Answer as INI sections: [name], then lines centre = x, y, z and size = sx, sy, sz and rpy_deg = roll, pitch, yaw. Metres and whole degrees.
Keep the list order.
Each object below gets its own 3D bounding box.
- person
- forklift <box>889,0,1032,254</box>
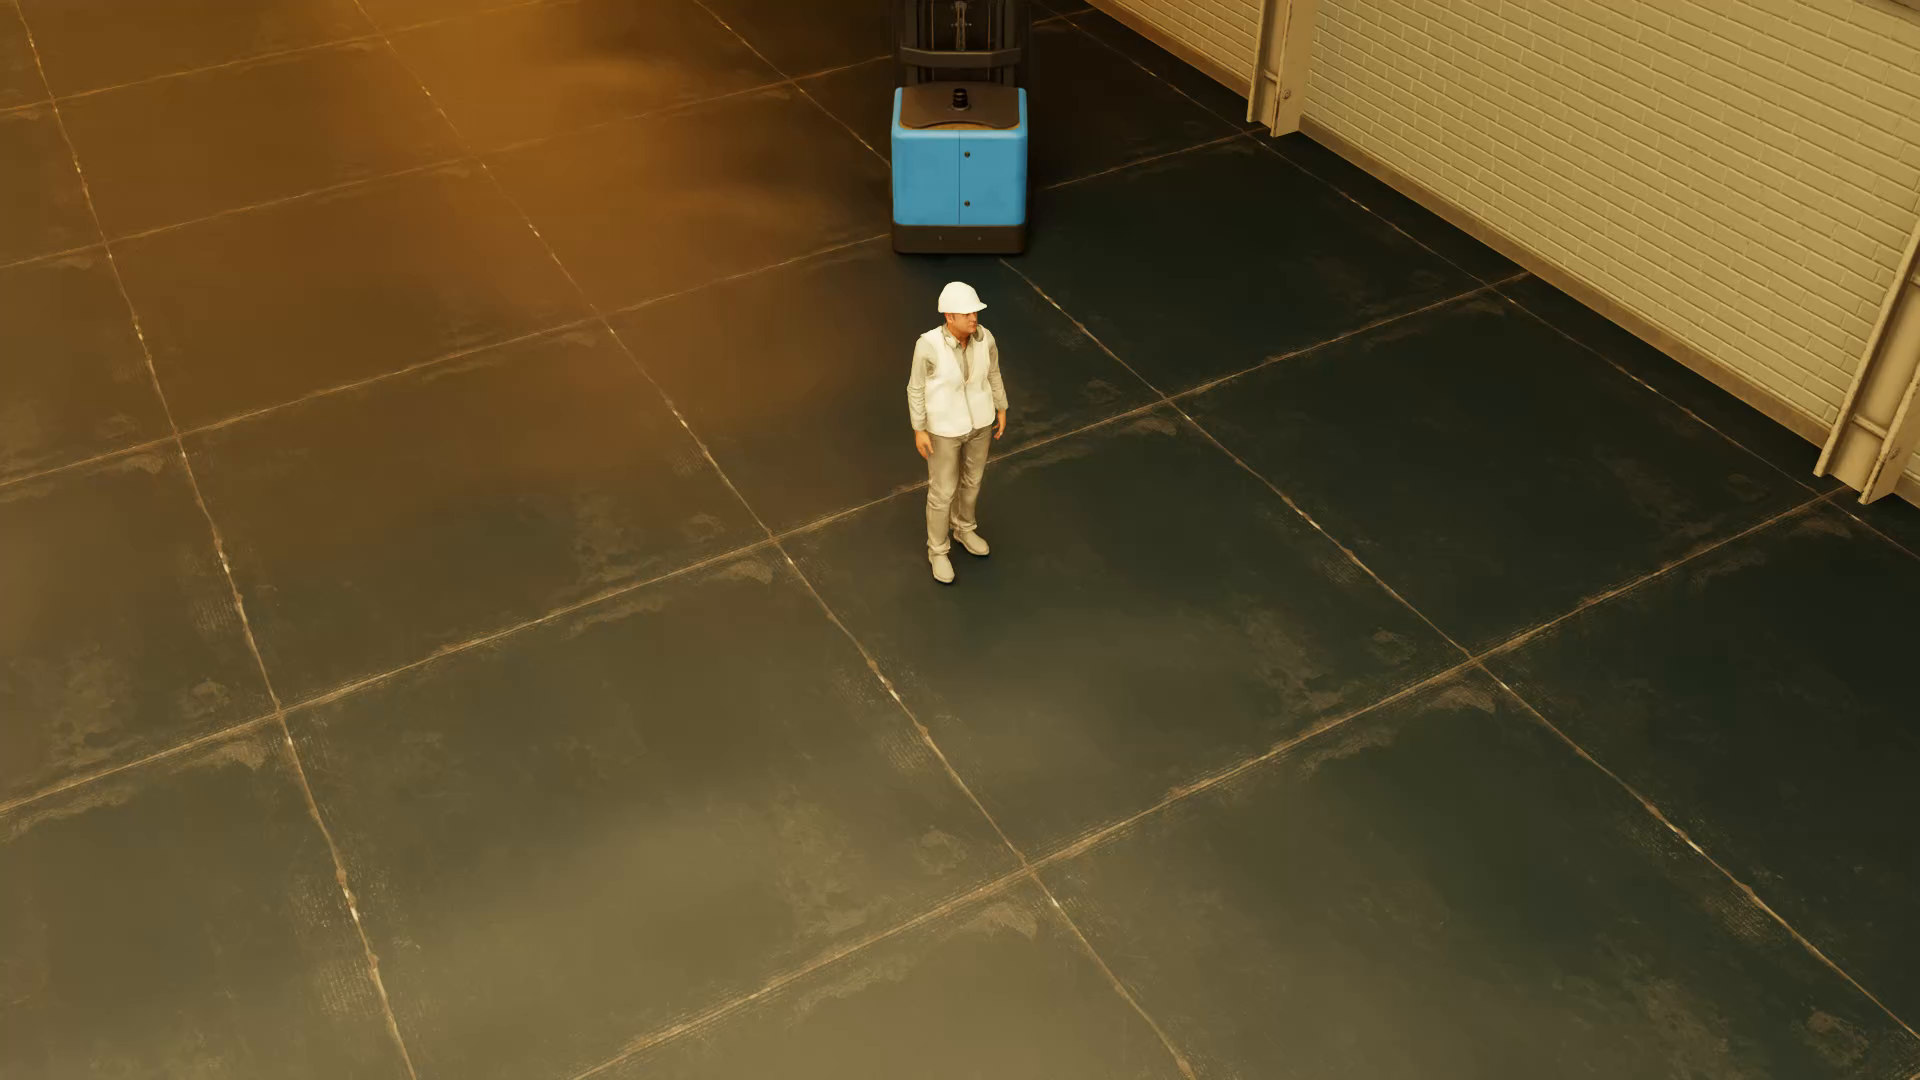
[person]
centre = 0.025, -0.652, 9.716
size = 0.634, 1.775, 0.566
rpy_deg = -20, 44, -23
[forklift]
centre = 0.013, -4.262, 13.175
size = 1.130, 2.935, 3.031
rpy_deg = 0, 40, 0
